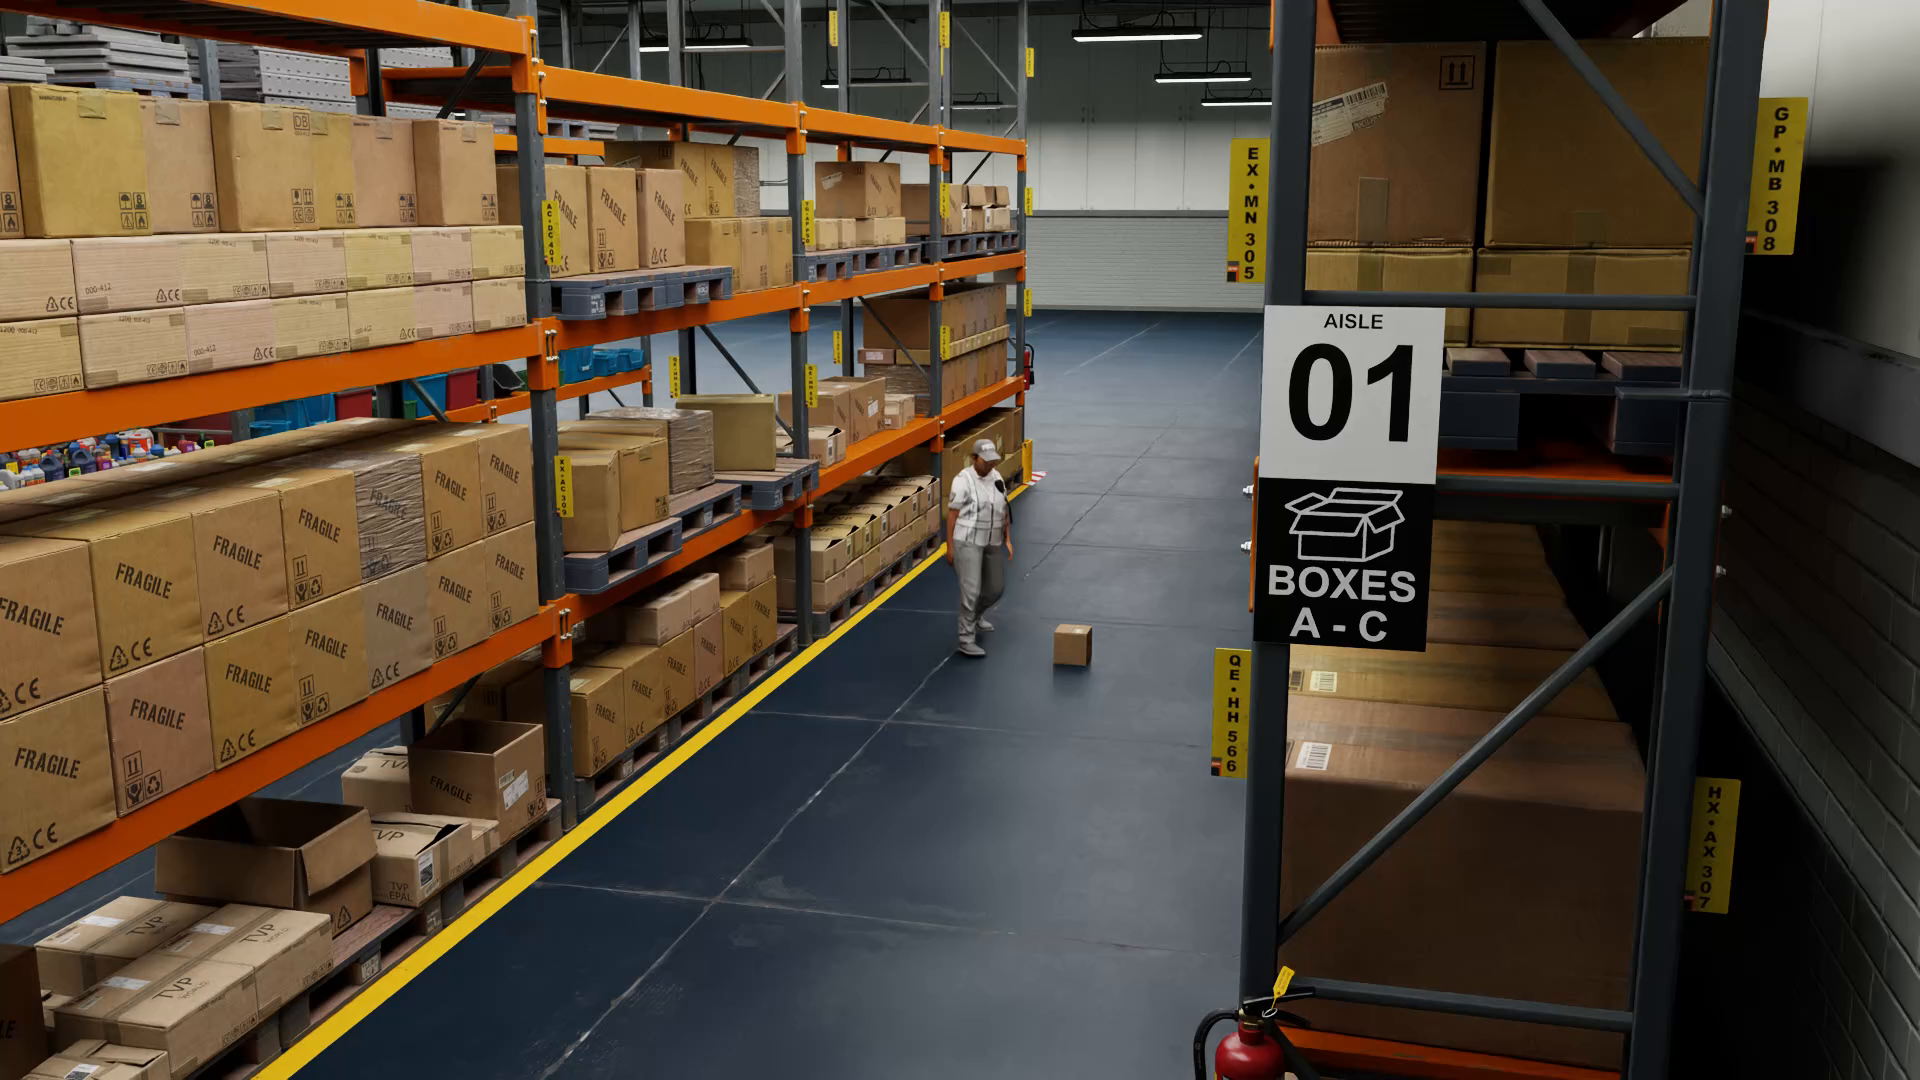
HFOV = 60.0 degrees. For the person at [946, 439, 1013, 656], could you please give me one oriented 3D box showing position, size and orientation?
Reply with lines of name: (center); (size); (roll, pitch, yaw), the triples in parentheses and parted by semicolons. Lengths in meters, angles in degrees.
person: (0.125, 0.017, 12.874); (0.556, 1.638, 0.691); (-8, 14, -35)
